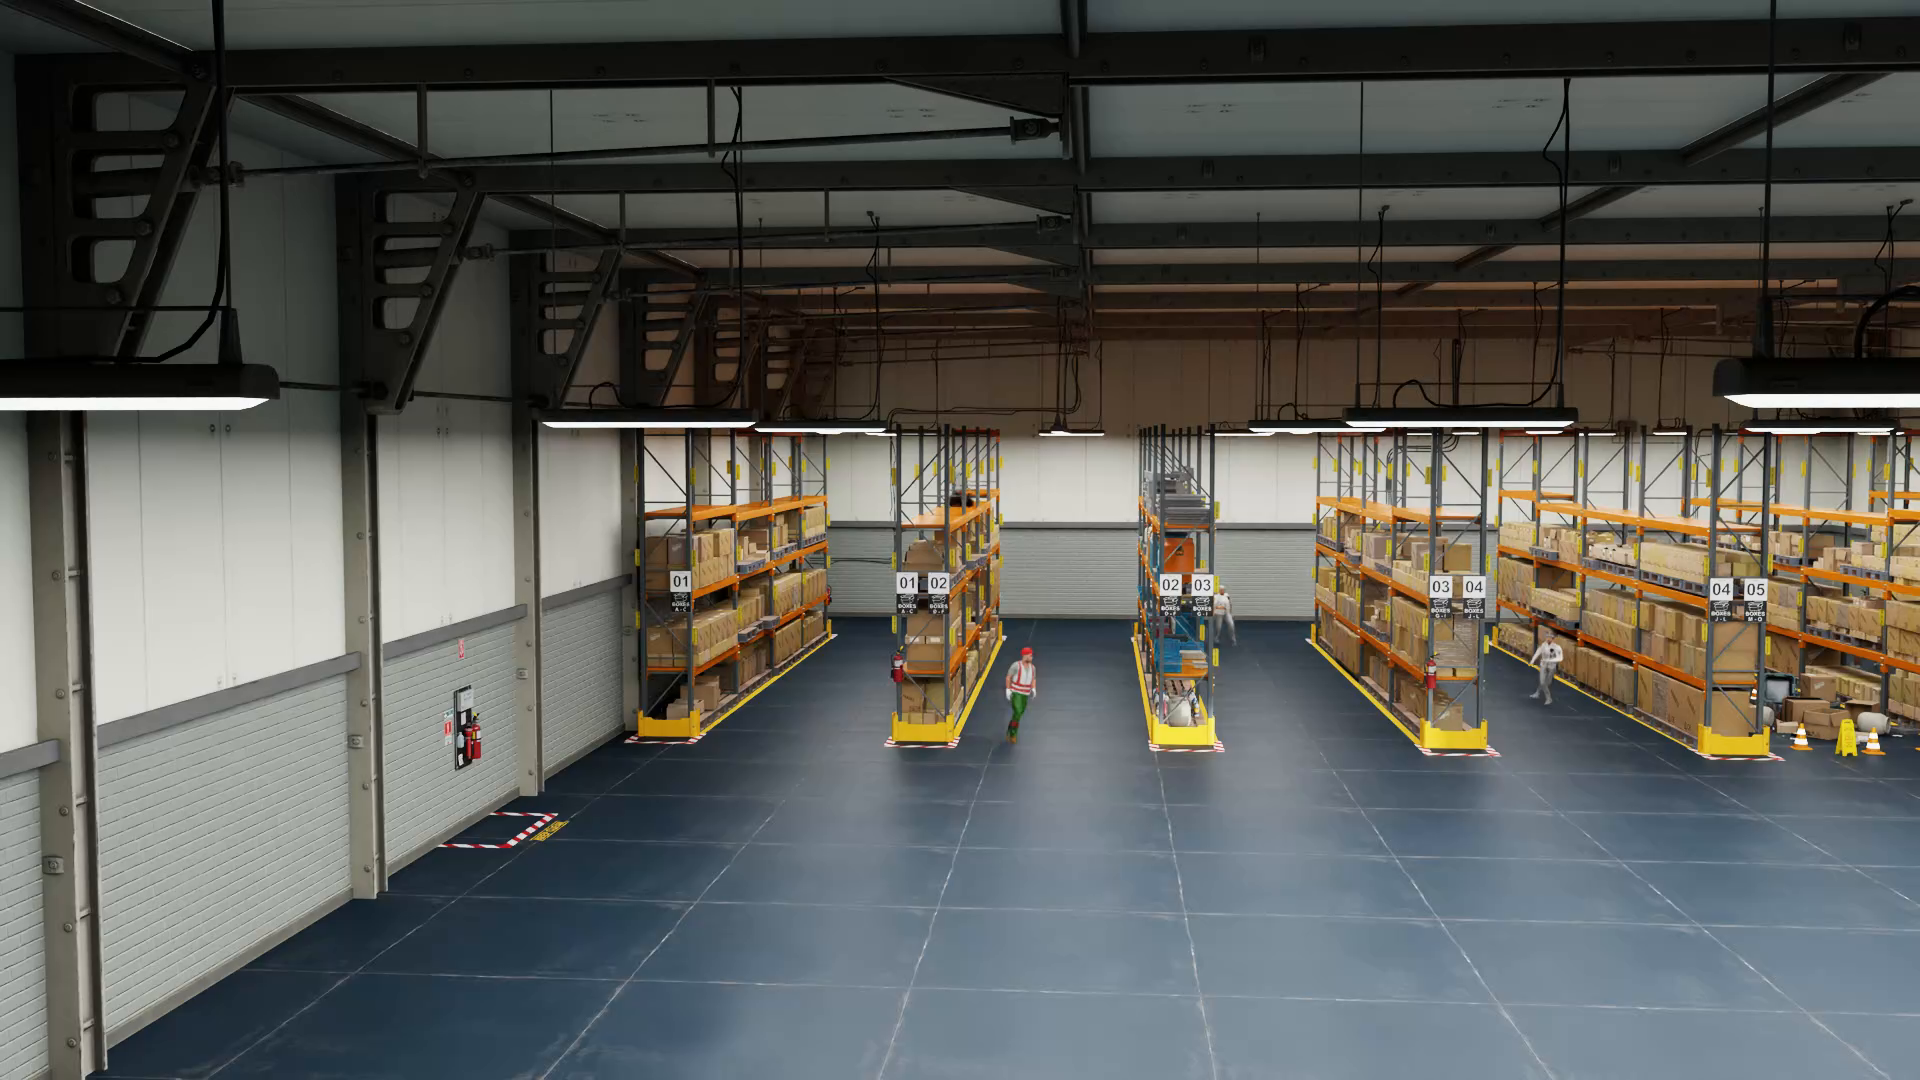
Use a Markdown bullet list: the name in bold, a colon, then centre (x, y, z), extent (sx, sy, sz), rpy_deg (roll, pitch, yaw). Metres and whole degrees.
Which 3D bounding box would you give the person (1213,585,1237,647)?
- **person**: centre (7.291, 2.093, 46.164), extent (0.616, 1.695, 0.873), rpy_deg (-1, 4, -14)

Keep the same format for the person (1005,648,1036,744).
- **person**: centre (1.145, 2.914, 31.394), extent (0.731, 1.754, 0.619), rpy_deg (-2, 4, -32)

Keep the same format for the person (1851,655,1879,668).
- **person**: centre (22.448, 2.383, 41.200), extent (0.573, 1.644, 0.904), rpy_deg (-1, 4, -10)

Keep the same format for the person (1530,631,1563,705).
- **person**: centre (12.697, 2.752, 35.958), extent (0.710, 1.630, 0.627), rpy_deg (2, 4, 31)
